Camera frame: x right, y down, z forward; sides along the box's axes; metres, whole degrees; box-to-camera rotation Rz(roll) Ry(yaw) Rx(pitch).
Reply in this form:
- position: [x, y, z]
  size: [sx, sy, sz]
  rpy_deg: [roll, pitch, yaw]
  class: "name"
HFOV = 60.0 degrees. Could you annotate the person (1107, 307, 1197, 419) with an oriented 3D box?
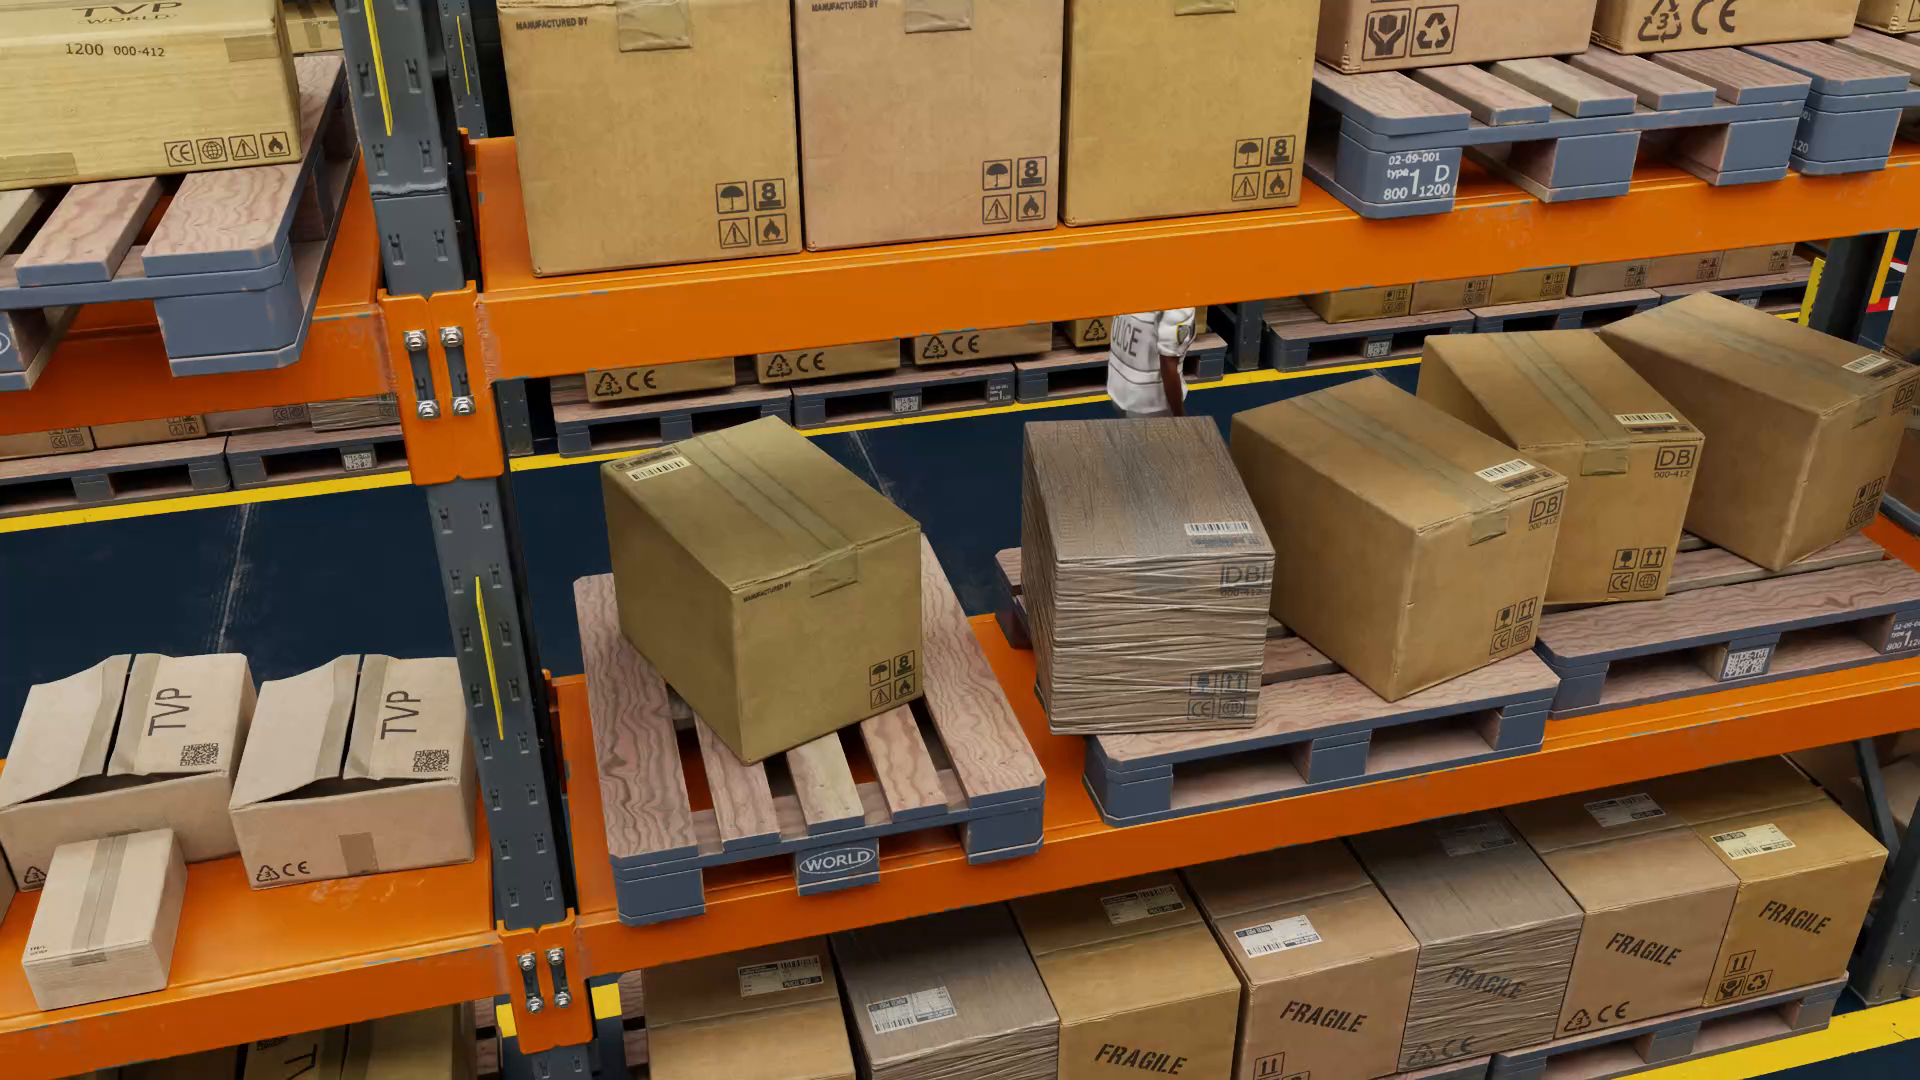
- position: [0.847, -0.593, 7.144]
  size: [0.395, 1.656, 0.521]
  rpy_deg: [-10, 32, -16]
  class: "person"
